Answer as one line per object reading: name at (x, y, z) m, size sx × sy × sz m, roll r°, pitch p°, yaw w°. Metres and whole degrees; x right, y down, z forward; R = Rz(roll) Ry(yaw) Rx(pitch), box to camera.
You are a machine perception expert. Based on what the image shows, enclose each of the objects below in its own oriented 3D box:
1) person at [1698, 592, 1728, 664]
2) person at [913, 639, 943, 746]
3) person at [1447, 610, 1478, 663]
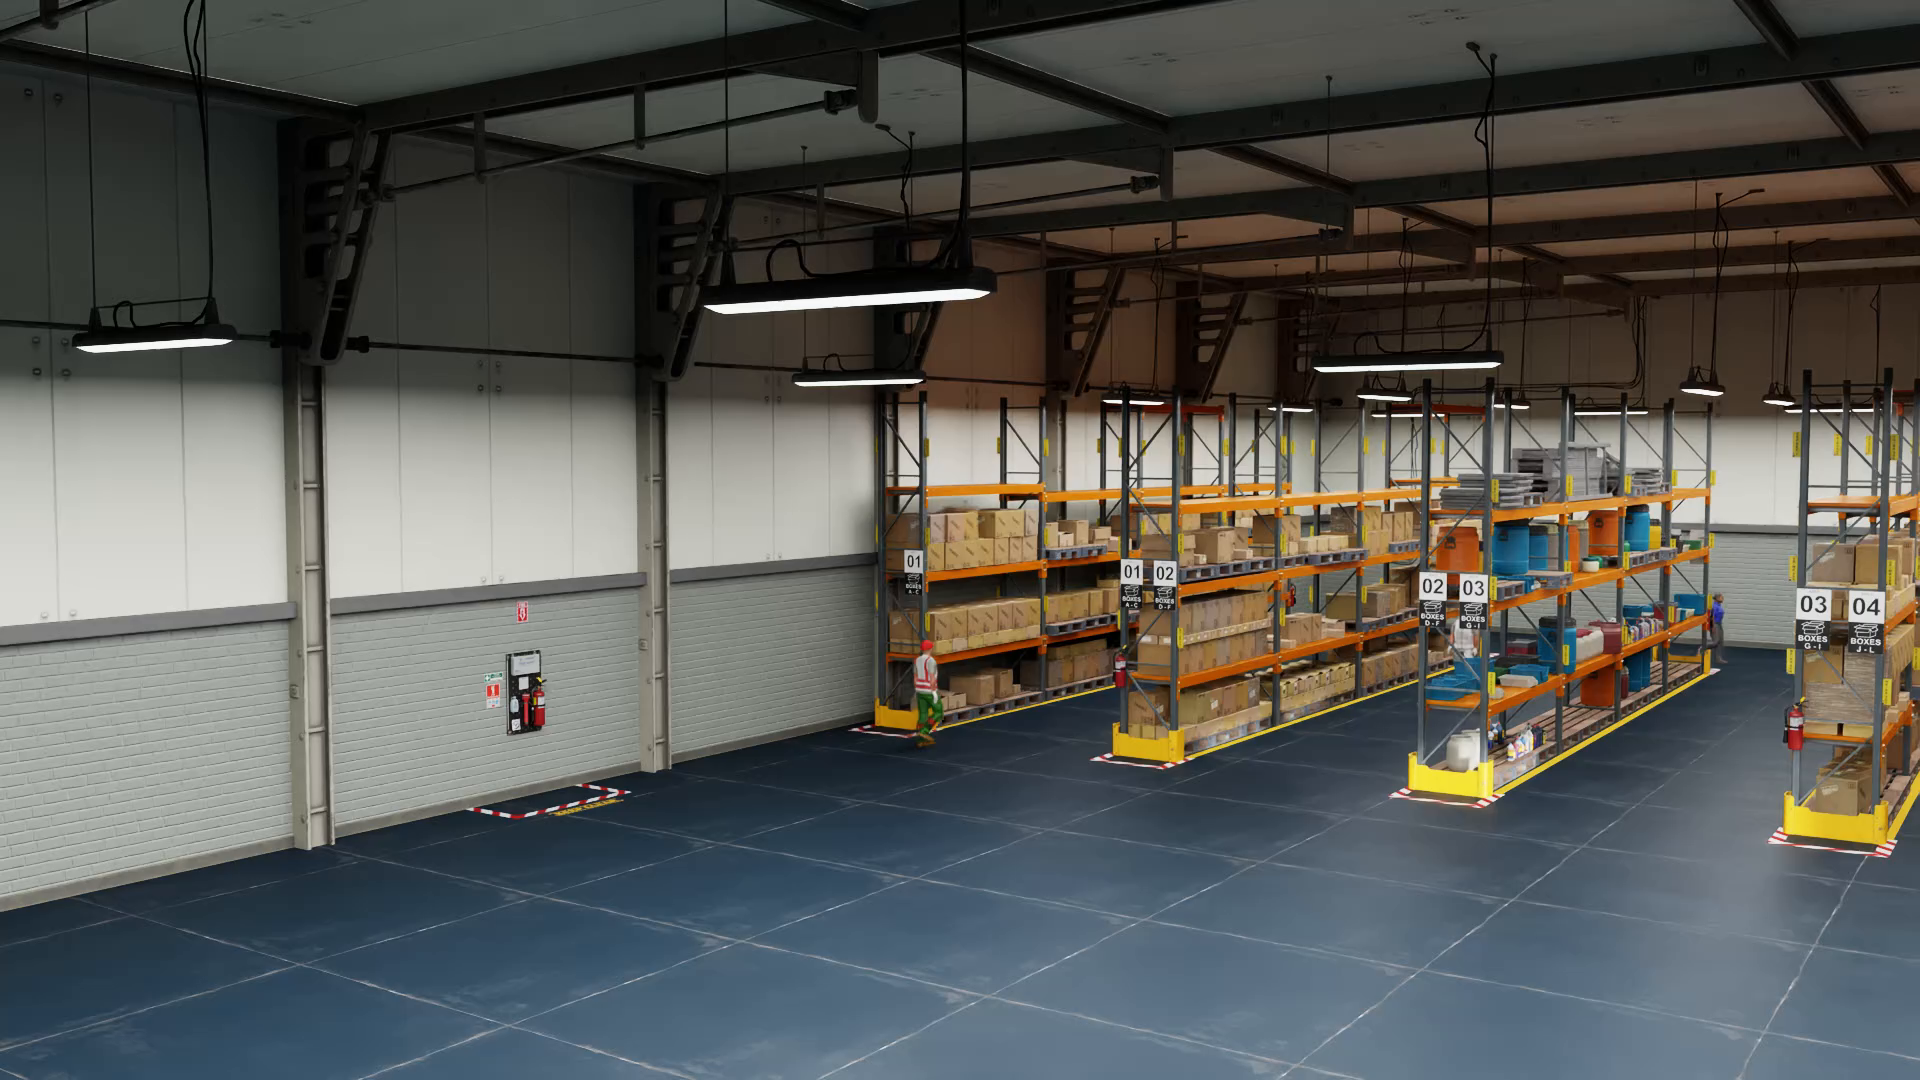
person at (17.460, 2.029, 38.525) m, size 0.607 × 1.650 × 0.497 m, roll 3°, pitch 4°, yaw 45°
person at (-0.586, 2.557, 27.881) m, size 0.482 × 1.780 × 0.583 m, roll -3°, pitch 4°, yaw -42°
person at (10.277, 2.228, 33.987) m, size 0.573 × 1.742 × 1.071 m, roll 1°, pitch 3°, yaw 25°
